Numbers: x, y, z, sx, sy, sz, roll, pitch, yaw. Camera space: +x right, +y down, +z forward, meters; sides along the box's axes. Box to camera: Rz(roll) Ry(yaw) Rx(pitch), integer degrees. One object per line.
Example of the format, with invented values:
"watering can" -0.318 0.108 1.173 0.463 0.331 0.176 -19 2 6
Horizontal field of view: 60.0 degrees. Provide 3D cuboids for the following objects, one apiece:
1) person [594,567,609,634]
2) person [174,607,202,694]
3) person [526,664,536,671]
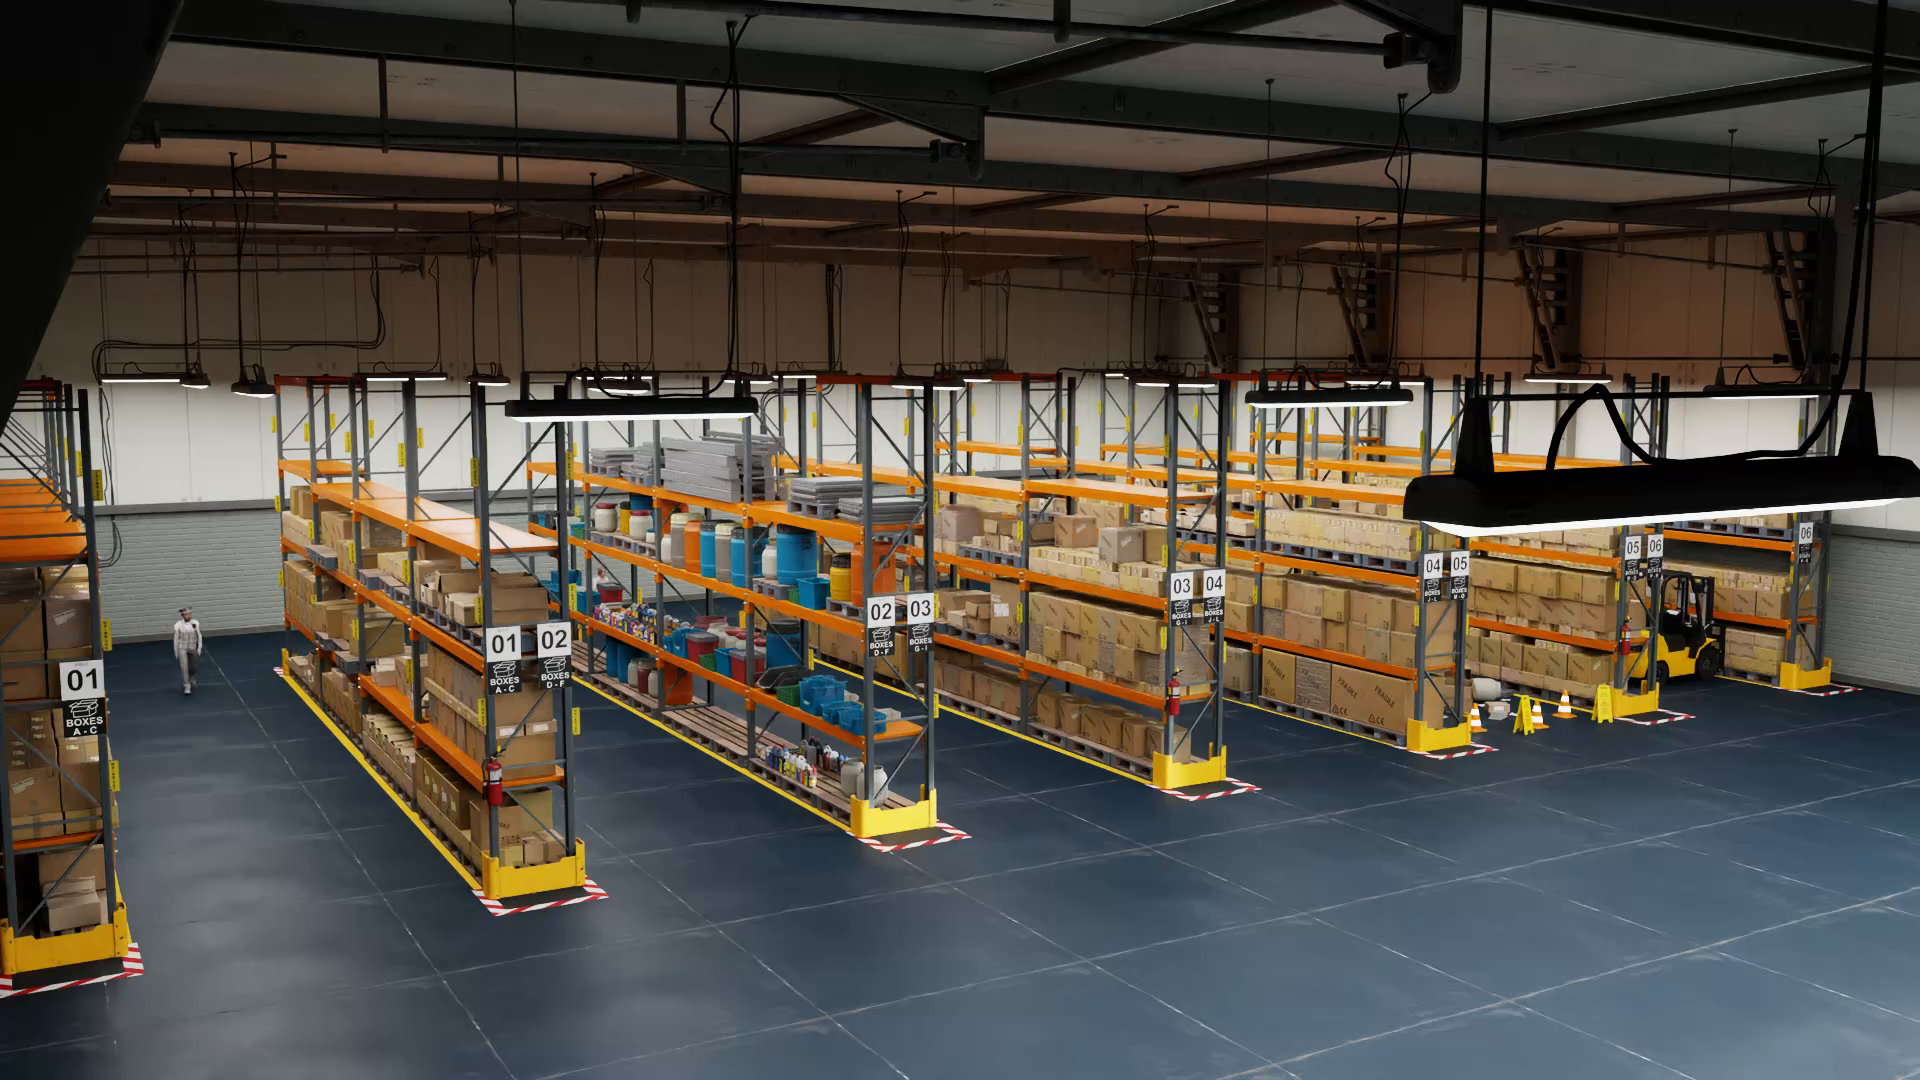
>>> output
"person" -8.223 1.373 38.096 0.418 1.551 0.899 -4 7 -30
"person" -14.676 2.052 31.602 0.491 1.625 0.872 -4 7 -32
"person" -7.346 2.387 27.862 0.593 1.755 0.529 -1 6 -13
